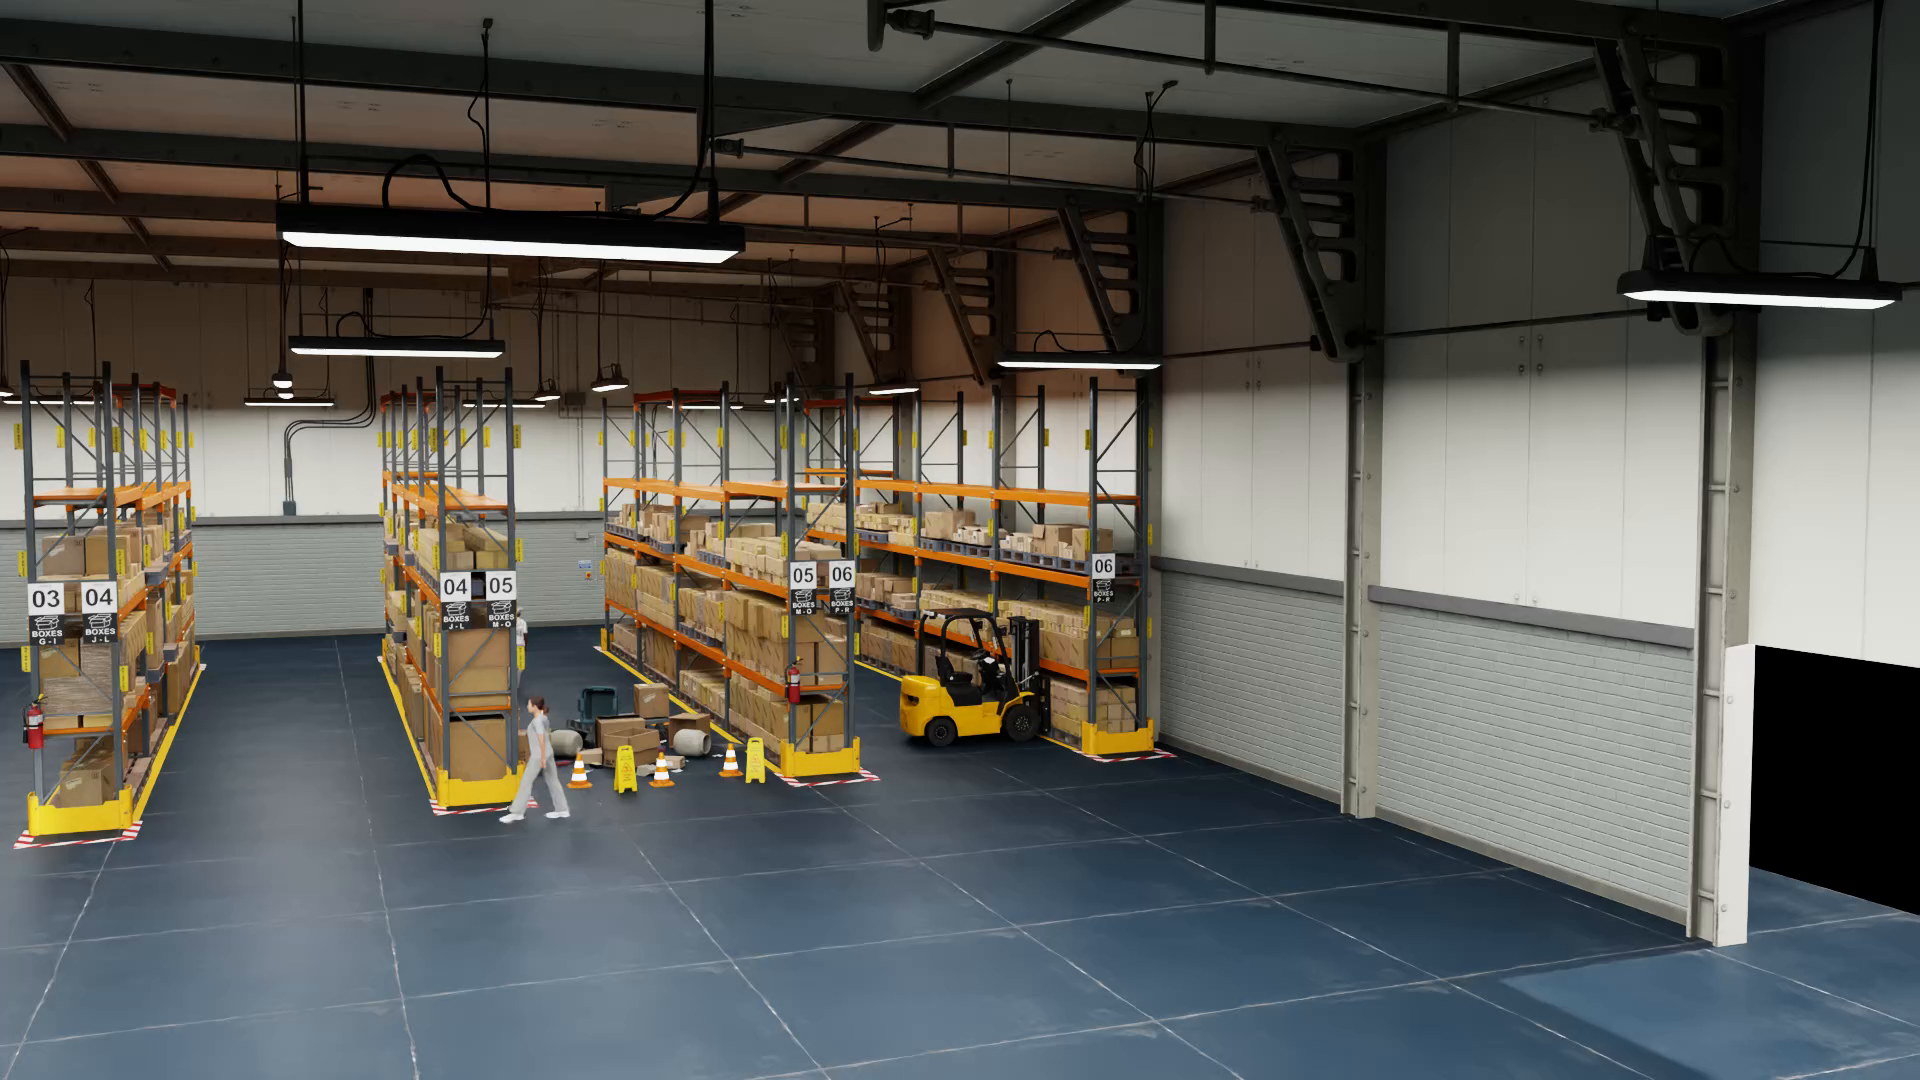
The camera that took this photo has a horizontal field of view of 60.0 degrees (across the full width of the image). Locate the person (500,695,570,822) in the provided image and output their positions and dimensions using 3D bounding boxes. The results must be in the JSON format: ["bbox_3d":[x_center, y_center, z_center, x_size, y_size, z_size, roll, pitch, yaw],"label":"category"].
[{"bbox_3d":[-5.572,2.850,21.853,0.860,1.625,0.491,0,3,2],"label":"person"}]

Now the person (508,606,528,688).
[{"bbox_3d":[-8.948,2.174,33.403,0.533,1.647,0.662,-1,4,-19],"label":"person"}]
